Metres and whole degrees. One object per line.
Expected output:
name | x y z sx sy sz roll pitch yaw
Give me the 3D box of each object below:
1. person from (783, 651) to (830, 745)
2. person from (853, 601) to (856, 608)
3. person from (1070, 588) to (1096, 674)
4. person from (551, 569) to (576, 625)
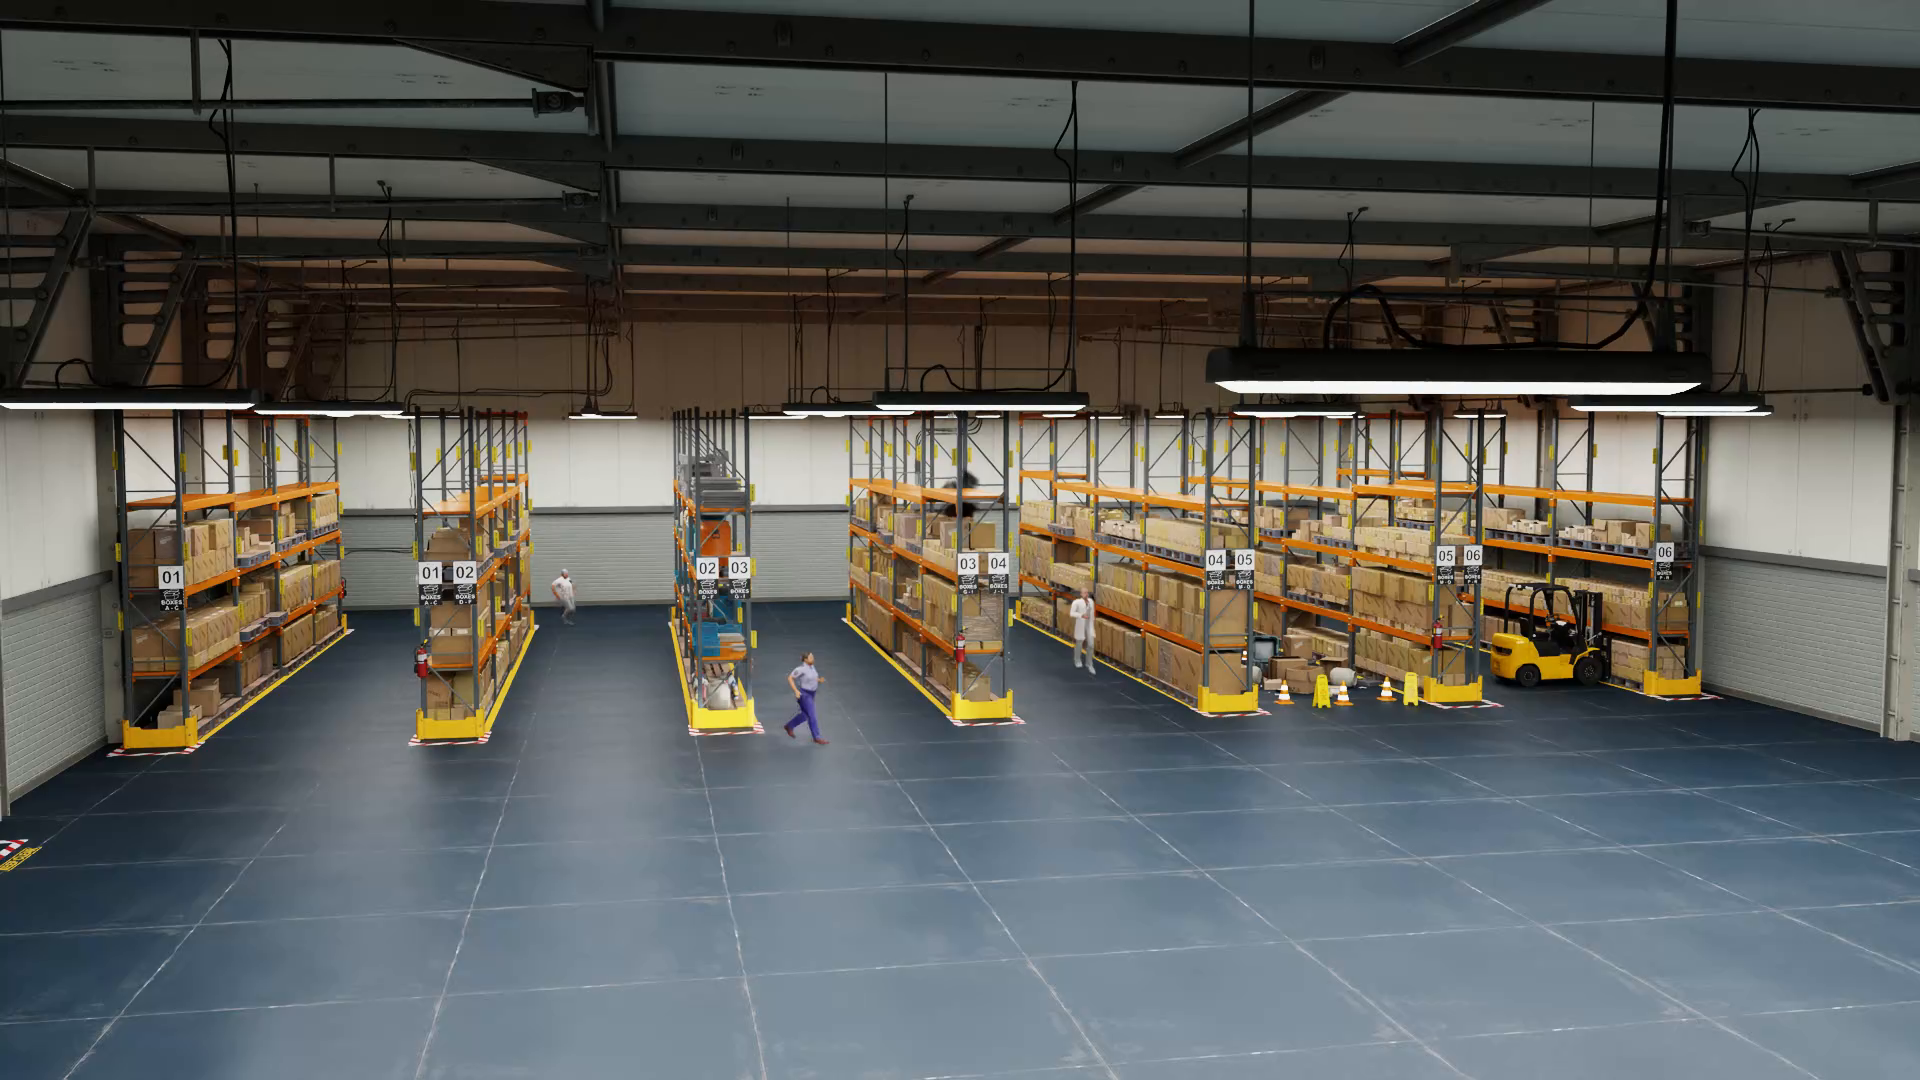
person | -2.742 2.782 29.486 0.936 1.638 0.604 1 4 19
person | -2.805 1.377 48.852 0.808 1.829 0.749 1 4 12
person | 2.720 1.987 36.510 0.689 1.884 0.814 -1 4 -20
person | -11.042 1.608 46.566 0.543 1.603 0.700 3 5 32
